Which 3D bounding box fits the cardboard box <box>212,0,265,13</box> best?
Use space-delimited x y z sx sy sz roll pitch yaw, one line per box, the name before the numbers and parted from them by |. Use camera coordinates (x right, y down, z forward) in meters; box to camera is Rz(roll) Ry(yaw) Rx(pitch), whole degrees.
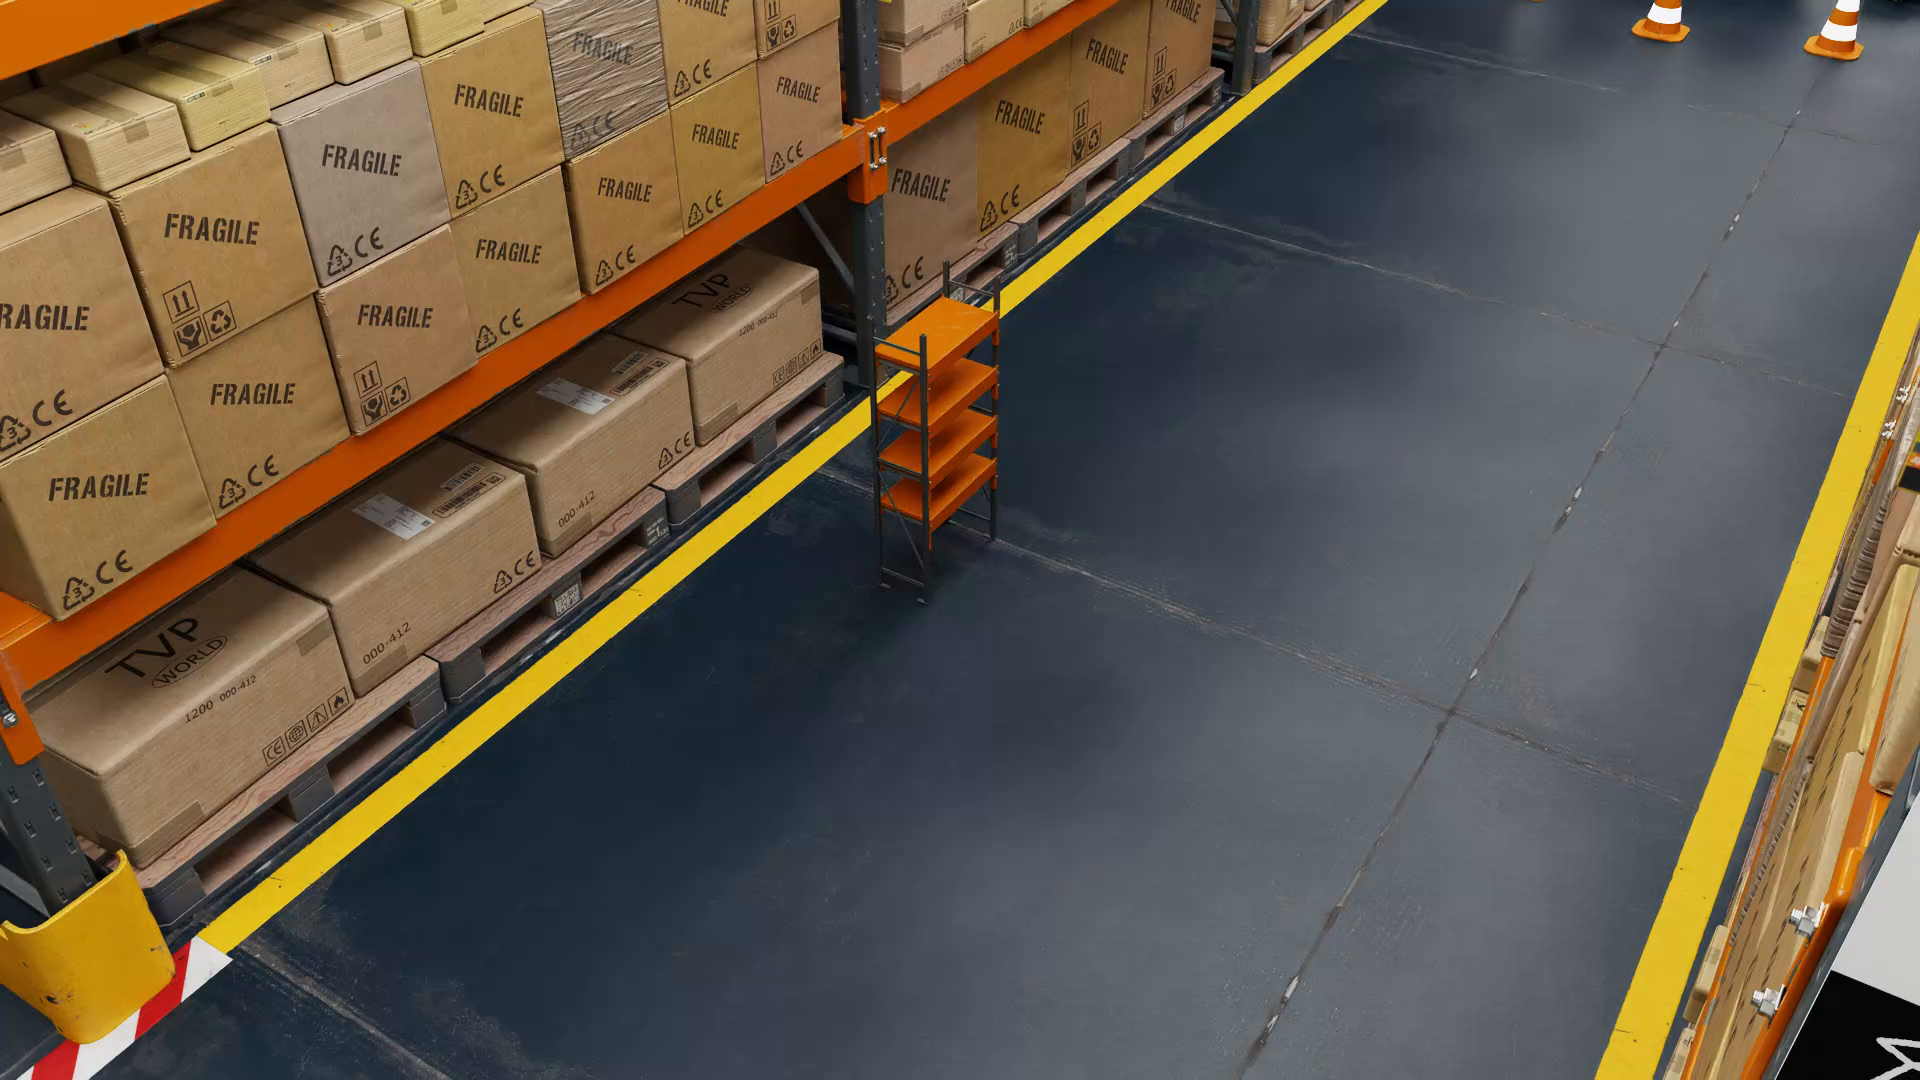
cardboard box | -2.265 -1.614 4.955 0.380 0.149 0.250 22 43 26

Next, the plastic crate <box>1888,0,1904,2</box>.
plastic crate | 6.725 -4.042 11.792 0.662 0.188 0.450 -18 51 -22

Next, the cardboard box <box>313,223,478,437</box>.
cardboard box | -1.890 -0.715 5.138 0.500 0.500 0.500 21 42 25

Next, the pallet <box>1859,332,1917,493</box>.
pallet | 4.520 -0.419 7.121 1.003 0.211 1.213 21 42 25

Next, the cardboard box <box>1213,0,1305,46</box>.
cardboard box | 1.672 -3.533 10.684 0.950 0.372 0.625 18 41 22

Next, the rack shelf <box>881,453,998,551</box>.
rack shelf | -0.089 -0.179 6.435 0.258 0.148 0.480 21 42 25

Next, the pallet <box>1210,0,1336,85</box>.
pallet | 1.781 -3.417 11.010 1.003 0.211 1.213 21 42 25

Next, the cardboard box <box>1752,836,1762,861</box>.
cardboard box | 2.475 0.862 4.678 0.380 0.149 0.250 22 43 26

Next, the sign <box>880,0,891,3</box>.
sign | -0.313 -2.251 6.439 0.100 0.325 0.005 21 42 25

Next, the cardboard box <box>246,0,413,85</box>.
cardboard box | -1.794 -1.444 4.734 0.380 0.149 0.250 22 43 26

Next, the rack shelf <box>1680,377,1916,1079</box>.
rack shelf | 2.380 0.826 3.811 1.077 0.370 4.000 21 42 25

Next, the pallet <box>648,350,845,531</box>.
pallet | -1.256 -0.586 7.338 1.003 0.211 1.213 21 42 25

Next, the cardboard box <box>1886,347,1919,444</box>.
cardboard box | 3.637 -0.430 5.940 0.500 0.250 0.500 20 42 24

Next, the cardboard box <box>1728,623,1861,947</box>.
cardboard box | 1.876 0.570 3.228 0.500 0.500 0.500 21 42 25

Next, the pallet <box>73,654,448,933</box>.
pallet | -2.563 0.671 5.706 1.003 0.211 1.213 21 42 25

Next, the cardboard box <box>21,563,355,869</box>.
cardboard box | -2.656 0.480 5.425 0.875 0.438 0.875 20 42 24

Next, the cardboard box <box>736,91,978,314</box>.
cardboard box | -0.517 -1.728 7.931 0.875 0.875 0.875 23 43 26

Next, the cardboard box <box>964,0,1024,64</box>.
cardboard box | -0.047 -2.406 7.537 0.500 0.250 0.500 20 42 24

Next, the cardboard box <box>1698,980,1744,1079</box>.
cardboard box | 1.332 1.099 2.542 0.500 0.500 0.500 22 43 26

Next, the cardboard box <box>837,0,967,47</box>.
cardboard box | -0.308 -2.330 7.030 0.500 0.250 0.500 20 42 24

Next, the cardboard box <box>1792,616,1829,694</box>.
cardboard box | 2.987 0.437 5.474 0.380 0.149 0.250 23 43 27

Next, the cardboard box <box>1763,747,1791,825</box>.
cardboard box | 2.753 0.838 5.198 0.380 0.149 0.250 21 42 25

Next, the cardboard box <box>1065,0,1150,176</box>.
cardboard box | 0.439 -2.657 9.136 0.875 0.875 0.875 22 43 26

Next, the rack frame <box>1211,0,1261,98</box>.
rack frame | 1.361 -4.119 9.637 1.000 3.000 0.127 21 42 25

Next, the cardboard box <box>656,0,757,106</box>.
cardboard box | -1.080 -1.900 5.857 0.500 0.500 0.500 21 42 24

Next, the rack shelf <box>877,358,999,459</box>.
rack shelf | -0.089 -0.514 6.177 0.258 0.148 0.480 21 42 25

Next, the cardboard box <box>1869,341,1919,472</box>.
cardboard box | 3.911 -0.395 6.509 0.500 0.500 0.500 20 42 24

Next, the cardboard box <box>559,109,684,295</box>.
cardboard box | -1.343 -1.243 5.824 0.500 0.500 0.500 21 42 24

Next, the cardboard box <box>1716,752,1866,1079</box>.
cardboard box | 1.344 0.701 2.239 0.500 0.500 0.500 20 42 24

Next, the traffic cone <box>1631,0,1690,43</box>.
traffic cone | 4.711 -3.603 11.045 0.336 0.463 0.334 21 42 25

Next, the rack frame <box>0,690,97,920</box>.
rack frame | -2.925 0.005 4.287 1.000 3.000 0.127 21 42 25

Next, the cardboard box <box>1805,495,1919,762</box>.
cardboard box | 1.886 0.169 2.929 0.500 0.500 0.500 23 43 27

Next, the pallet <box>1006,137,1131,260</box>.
pallet | 0.221 -2.007 9.180 1.003 0.211 1.213 21 42 25

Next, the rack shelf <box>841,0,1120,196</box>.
rack shelf | 0.289 -2.803 8.519 1.077 0.370 4.000 21 42 25

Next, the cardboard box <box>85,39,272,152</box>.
cardboard box | -2.059 -1.177 4.387 0.380 0.149 0.250 20 42 24

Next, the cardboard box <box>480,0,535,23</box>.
cardboard box | -1.536 -1.717 5.088 0.380 0.149 0.250 21 42 25

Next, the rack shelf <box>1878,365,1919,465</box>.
rack shelf | 4.523 -1.236 6.486 1.077 0.370 4.000 21 42 25

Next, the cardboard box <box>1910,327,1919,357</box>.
cardboard box | 4.463 -0.921 7.191 0.500 0.500 0.500 20 42 24

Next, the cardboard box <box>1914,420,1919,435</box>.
cardboard box | 2.443 -0.369 3.627 0.500 0.500 0.500 22 43 26

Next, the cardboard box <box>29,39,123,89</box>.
cardboard box | -2.549 -1.354 4.617 0.380 0.149 0.250 22 43 26

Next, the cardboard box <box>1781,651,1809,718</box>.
cardboard box | 2.985 0.555 5.564 0.380 0.149 0.250 19 42 23

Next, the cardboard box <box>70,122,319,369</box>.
cardboard box | -2.157 -0.854 4.500 0.500 0.500 0.500 20 42 24

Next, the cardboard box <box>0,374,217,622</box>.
cardboard box | -2.426 -0.188 4.456 0.500 0.500 0.500 21 42 25

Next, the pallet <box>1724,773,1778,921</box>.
pallet | 3.122 0.972 5.316 1.003 0.211 1.213 21 42 25

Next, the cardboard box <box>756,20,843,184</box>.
cardboard box | -0.815 -1.774 6.513 0.500 0.500 0.500 22 43 26

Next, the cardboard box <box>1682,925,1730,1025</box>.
cardboard box | 2.171 1.235 4.439 0.380 0.149 0.250 22 43 26

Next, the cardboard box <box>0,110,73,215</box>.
cardboard box | -2.421 -0.939 4.078 0.380 0.149 0.250 22 43 26

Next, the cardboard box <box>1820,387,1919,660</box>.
cardboard box | 2.414 0.031 3.928 0.500 0.500 0.500 20 42 24

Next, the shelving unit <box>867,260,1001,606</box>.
shelving unit | -0.089 -0.390 6.273 0.258 1.200 0.503 21 42 25

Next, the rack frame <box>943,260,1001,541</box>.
rack frame | 0.042 -0.516 6.436 0.240 1.200 0.015 21 42 25

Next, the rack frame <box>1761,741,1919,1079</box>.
rack frame | 1.309 1.572 2.254 1.000 3.000 0.127 21 42 25

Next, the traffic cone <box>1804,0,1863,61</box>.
traffic cone | 5.744 -3.412 10.797 0.336 0.463 0.334 21 42 25

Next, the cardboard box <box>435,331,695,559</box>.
cardboard box | -1.688 -0.459 6.643 0.875 0.438 0.875 20 42 24

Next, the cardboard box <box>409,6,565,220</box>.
cardboard box | -1.621 -1.379 5.181 0.500 0.500 0.500 21 42 25
